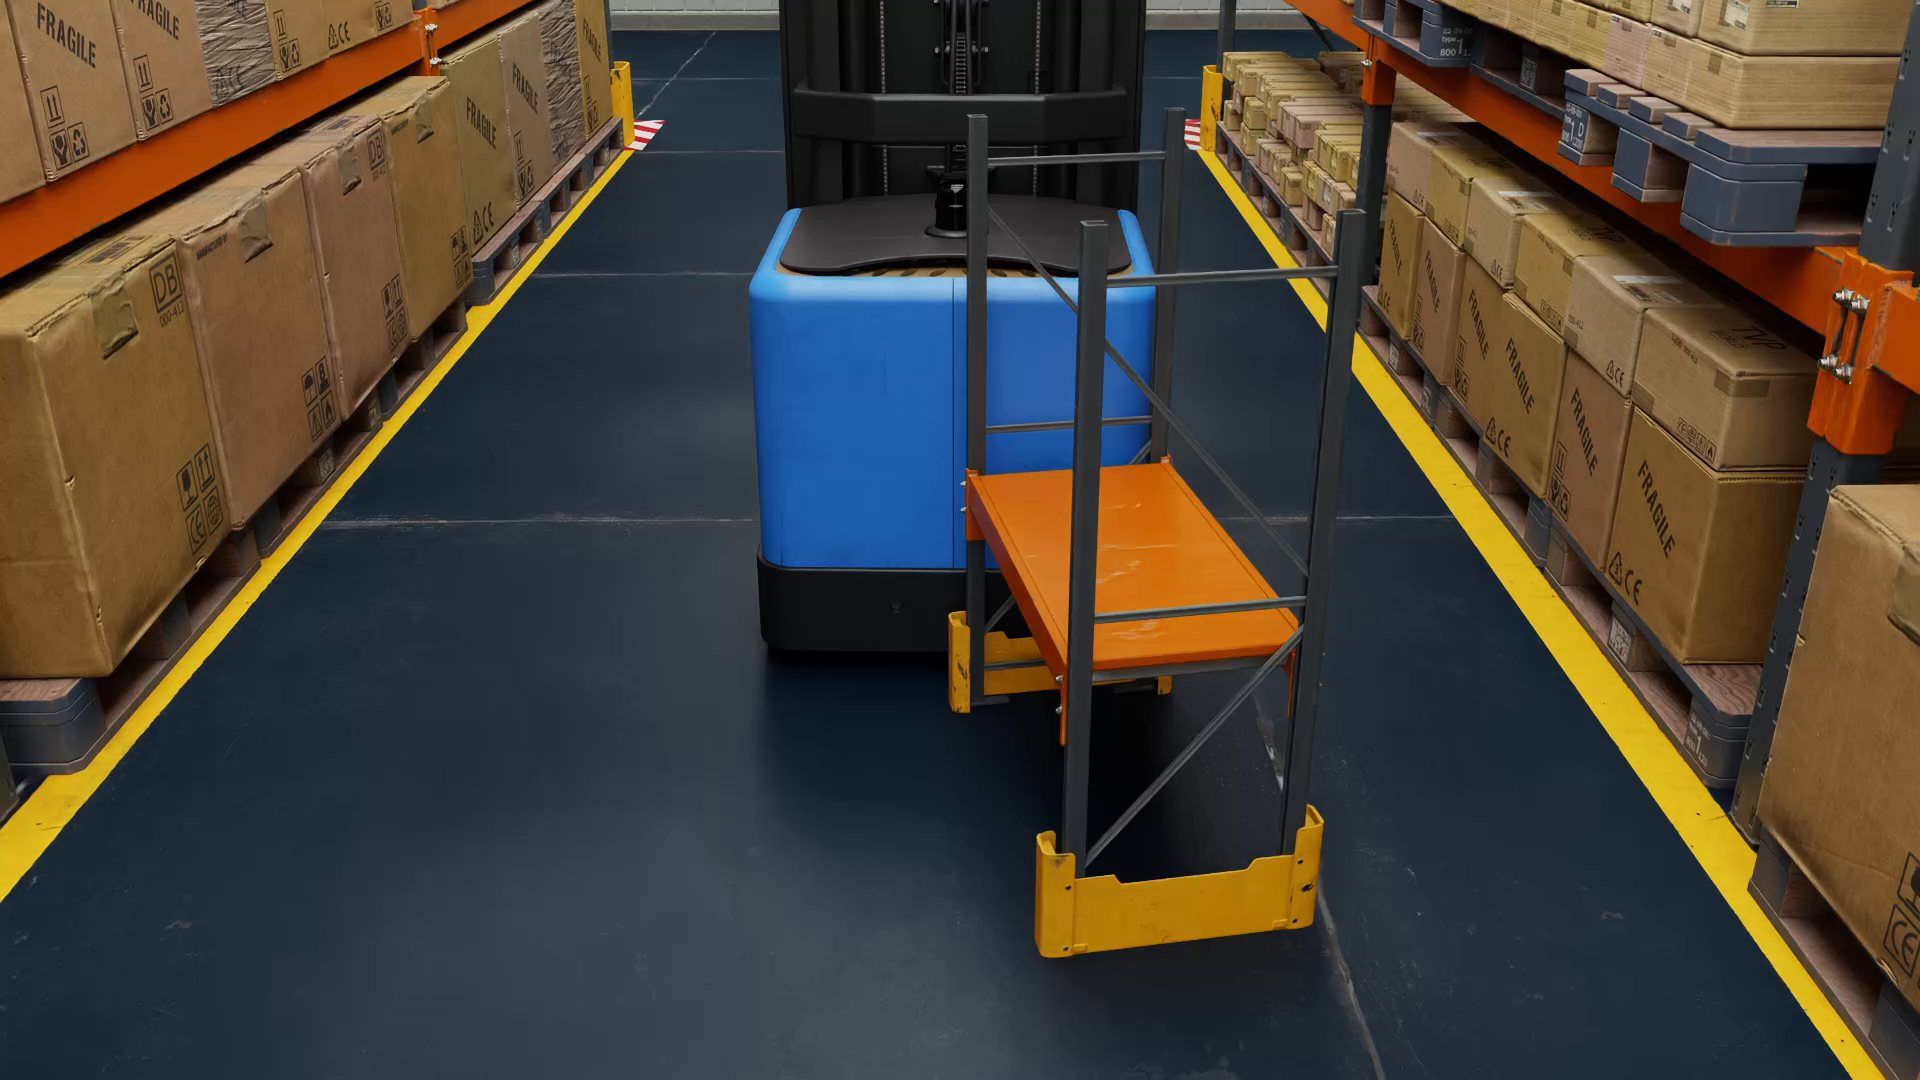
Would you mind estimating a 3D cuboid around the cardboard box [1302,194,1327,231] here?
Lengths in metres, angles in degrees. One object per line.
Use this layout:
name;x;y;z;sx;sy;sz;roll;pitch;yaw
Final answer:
cardboard box;1.894;-1.619;8.140;0.380;0.149;0.250;-1;24;-2

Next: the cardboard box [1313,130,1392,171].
cardboard box;1.909;-1.867;7.966;0.380;0.149;0.250;0;24;-1

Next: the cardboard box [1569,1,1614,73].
cardboard box;1.801;-1.291;4.260;0.380;0.149;0.250;-1;24;-1

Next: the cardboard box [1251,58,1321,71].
cardboard box;1.971;-2.832;10.099;0.380;0.149;0.250;0;24;0

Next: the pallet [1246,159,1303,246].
pallet;2.167;-1.860;9.107;1.003;0.211;1.213;0;24;-1

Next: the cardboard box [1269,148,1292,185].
cardboard box;1.898;-2.036;9.063;0.380;0.149;0.250;0;24;-1

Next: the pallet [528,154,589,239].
pallet;-2.681;-1.917;9.232;1.003;0.211;1.213;0;24;-1

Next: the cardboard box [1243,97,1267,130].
cardboard box;1.863;-2.490;9.704;0.380;0.149;0.250;0;24;1

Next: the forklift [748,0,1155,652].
forklift;0.012;-1.595;5.220;1.130;2.935;3.031;0;24;1

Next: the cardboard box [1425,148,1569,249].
cardboard box;1.978;-1.219;5.920;0.500;0.250;0.500;0;24;1

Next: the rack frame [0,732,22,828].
rack frame;-2.691;-0.722;3.205;1.000;3.000;0.127;0;24;-1

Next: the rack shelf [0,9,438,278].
rack shelf;-2.713;-1.218;5.176;1.077;0.370;4.000;0;24;-1

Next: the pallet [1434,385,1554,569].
pallet;2.252;-0.255;5.558;1.003;0.211;1.213;0;24;-1

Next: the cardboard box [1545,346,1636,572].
cardboard box;1.999;-0.239;4.661;0.500;0.500;0.500;1;24;2

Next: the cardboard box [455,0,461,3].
cardboard box;-2.409;-2.487;7.414;0.380;0.149;0.250;-1;24;-2

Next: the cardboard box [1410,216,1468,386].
cardboard box;1.976;-0.879;6.078;0.500;0.500;0.500;1;24;2

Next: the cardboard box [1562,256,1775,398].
cardboard box;1.983;-0.585;4.517;0.500;0.250;0.500;0;24;0

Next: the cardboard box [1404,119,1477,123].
cardboard box;2.408;-1.982;8.220;0.380;0.149;0.250;-1;24;-2

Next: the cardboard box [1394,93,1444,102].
cardboard box;2.438;-2.301;8.925;0.380;0.149;0.250;0;24;0

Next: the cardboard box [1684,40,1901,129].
cardboard box;1.804;-0.980;3.573;0.380;0.149;0.250;0;24;0

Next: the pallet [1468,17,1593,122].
pallet;2.207;-1.430;5.005;1.003;0.211;1.213;0;24;-1

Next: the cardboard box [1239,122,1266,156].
cardboard box;1.855;-2.358;9.774;0.380;0.149;0.250;0;24;0

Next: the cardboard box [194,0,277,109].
cardboard box;-2.445;-1.598;5.022;0.500;0.500;0.500;0;24;0

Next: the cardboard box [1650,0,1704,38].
cardboard box;1.804;-1.226;3.755;0.380;0.149;0.250;1;24;1

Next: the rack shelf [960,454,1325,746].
rack shelf;0.357;0.093;3.661;0.538;0.185;1.000;-4;25;-10

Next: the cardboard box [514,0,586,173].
cardboard box;-2.682;-2.603;9.434;0.875;0.875;0.875;0;24;-1

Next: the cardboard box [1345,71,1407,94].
cardboard box;2.456;-2.628;9.649;0.380;0.149;0.250;-1;24;-3

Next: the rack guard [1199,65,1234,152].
rack guard;2.183;-2.828;10.897;1.175;0.500;0.348;0;24;-1

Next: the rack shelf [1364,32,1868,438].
rack shelf;2.247;-1.199;5.133;1.077;0.370;4.000;0;24;-1

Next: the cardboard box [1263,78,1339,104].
cardboard box;1.925;-2.511;9.390;0.380;0.149;0.250;1;24;2

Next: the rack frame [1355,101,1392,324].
rack frame;2.226;-2.350;6.807;1.000;3.000;0.127;0;24;-1

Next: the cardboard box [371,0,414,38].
cardboard box;-2.457;-2.224;6.406;0.500;0.500;0.500;0;24;0

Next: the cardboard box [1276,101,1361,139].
cardboard box;1.874;-2.196;8.694;0.380;0.149;0.250;-1;24;-2

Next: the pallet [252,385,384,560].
pallet;-2.635;-0.278;5.608;1.003;0.211;1.213;0;24;-1

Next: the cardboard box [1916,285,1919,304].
cardboard box;2.004;-0.562;2.730;0.500;0.500;0.500;0;24;0

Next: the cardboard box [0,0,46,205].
cardboard box;-2.425;-0.969;3.630;0.500;0.500;0.500;0;24;1

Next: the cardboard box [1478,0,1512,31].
cardboard box;1.789;-1.621;4.990;0.380;0.149;0.250;-1;24;-3

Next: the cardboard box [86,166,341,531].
cardboard box;-2.680;-0.597;4.998;1.225;0.875;0.875;0;24;0

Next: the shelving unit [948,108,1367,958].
shelving unit;0.355;-0.074;3.595;0.587;1.500;1.083;-4;25;-10

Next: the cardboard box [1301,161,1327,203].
cardboard box;1.868;-1.729;8.021;0.380;0.149;0.250;-1;24;-2

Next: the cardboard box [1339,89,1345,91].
cardboard box;2.422;-2.702;10.174;0.380;0.149;0.250;-1;24;-2

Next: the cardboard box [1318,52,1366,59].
cardboard box;2.441;-2.945;10.350;0.380;0.149;0.250;0;24;0
